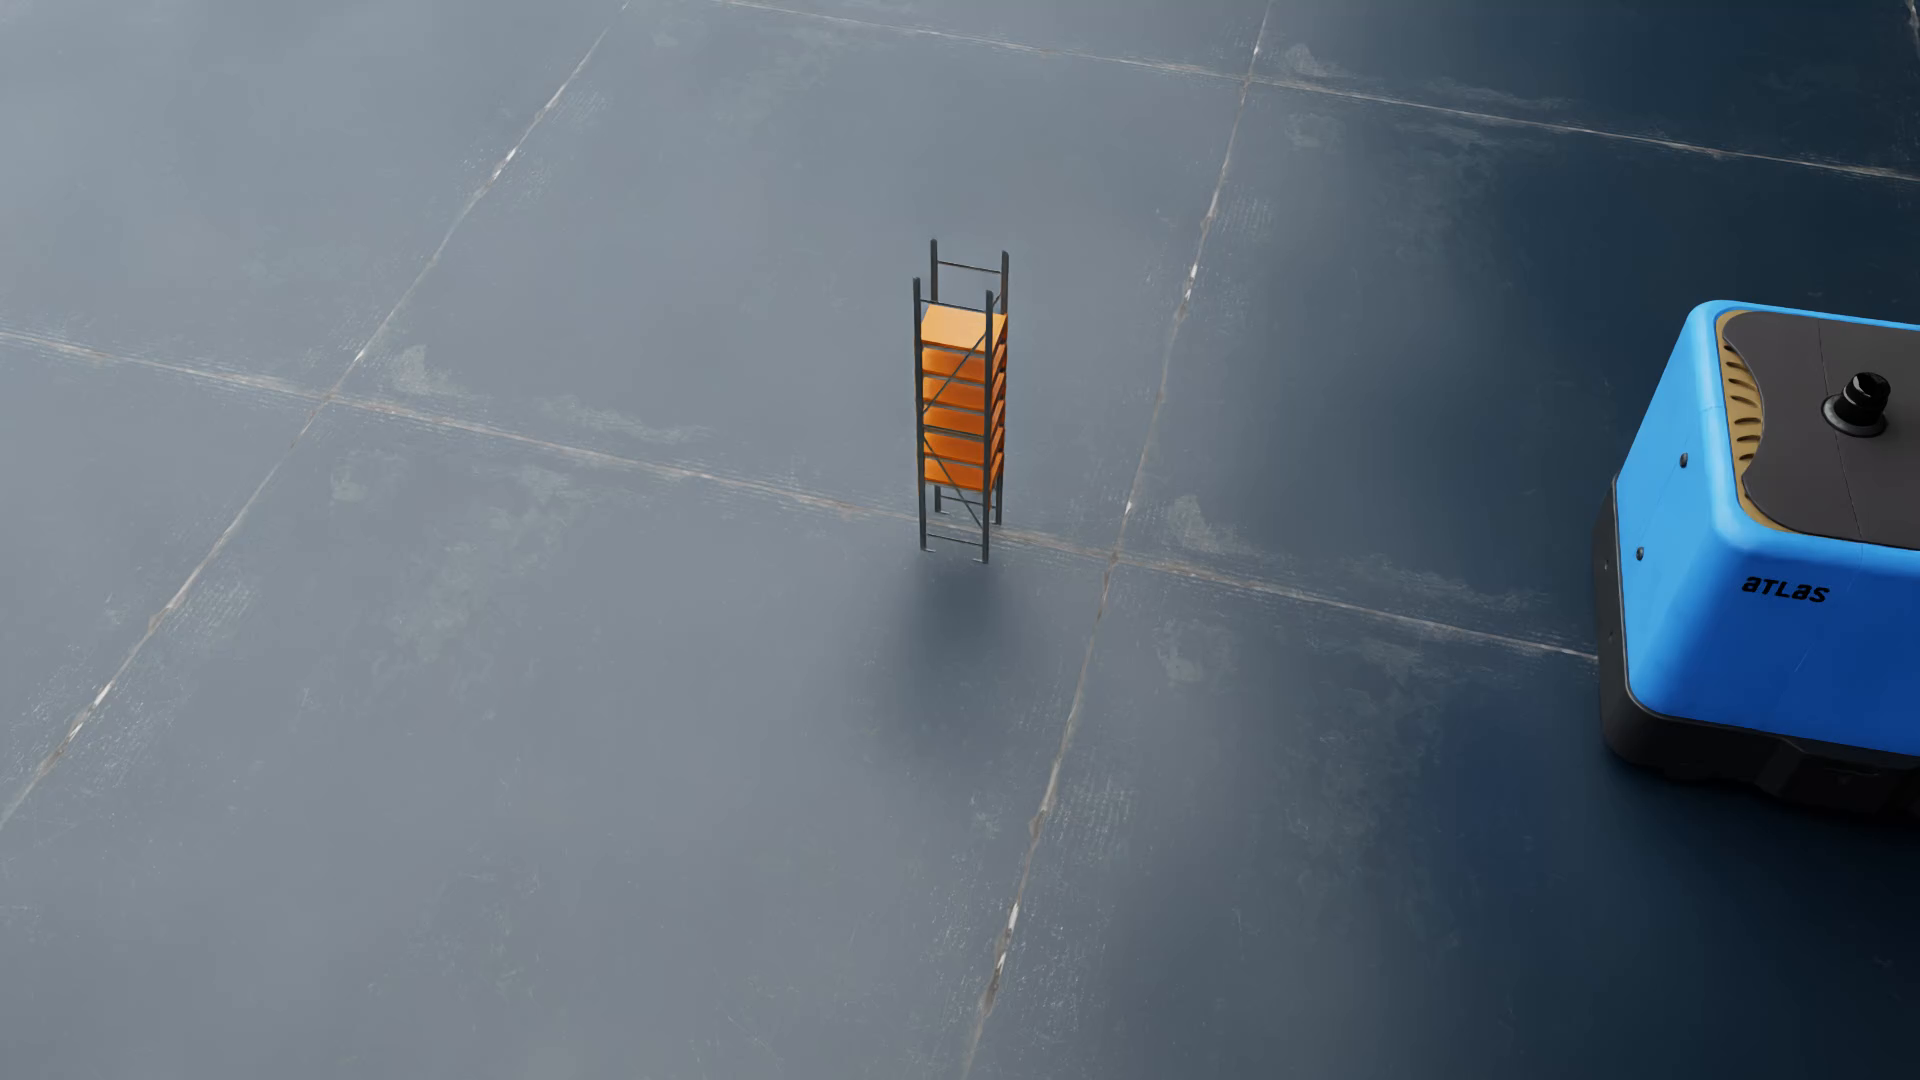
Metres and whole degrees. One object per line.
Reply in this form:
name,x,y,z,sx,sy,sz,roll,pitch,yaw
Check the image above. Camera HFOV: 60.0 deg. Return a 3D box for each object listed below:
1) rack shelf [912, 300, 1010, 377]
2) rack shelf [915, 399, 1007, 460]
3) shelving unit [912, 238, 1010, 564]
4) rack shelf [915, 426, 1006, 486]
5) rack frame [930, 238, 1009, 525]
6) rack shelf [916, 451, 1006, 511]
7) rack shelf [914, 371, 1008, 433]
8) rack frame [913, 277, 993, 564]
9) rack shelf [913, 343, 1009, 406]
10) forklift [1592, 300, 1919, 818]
rack shelf,0.004,-0.616,5.073,0.258,0.103,0.180,12,50,10
rack shelf,0.004,-0.378,5.343,0.258,0.103,0.180,12,50,10
shelving unit,0.004,-0.408,5.309,0.258,1.200,0.189,12,50,10
rack shelf,0.004,-0.299,5.433,0.258,0.103,0.180,12,50,10
rack frame,0.028,-0.474,5.368,0.240,1.200,0.006,12,50,10
rack shelf,0.004,-0.219,5.523,0.258,0.103,0.180,12,50,10
rack shelf,0.004,-0.458,5.253,0.258,0.103,0.180,12,50,10
rack frame,-0.020,-0.341,5.251,0.240,1.200,0.006,12,50,10
rack shelf,0.004,-0.537,5.163,0.258,0.103,0.180,12,50,10
forklift,3.552,-0.405,4.153,3.031,2.935,1.130,9,49,8
